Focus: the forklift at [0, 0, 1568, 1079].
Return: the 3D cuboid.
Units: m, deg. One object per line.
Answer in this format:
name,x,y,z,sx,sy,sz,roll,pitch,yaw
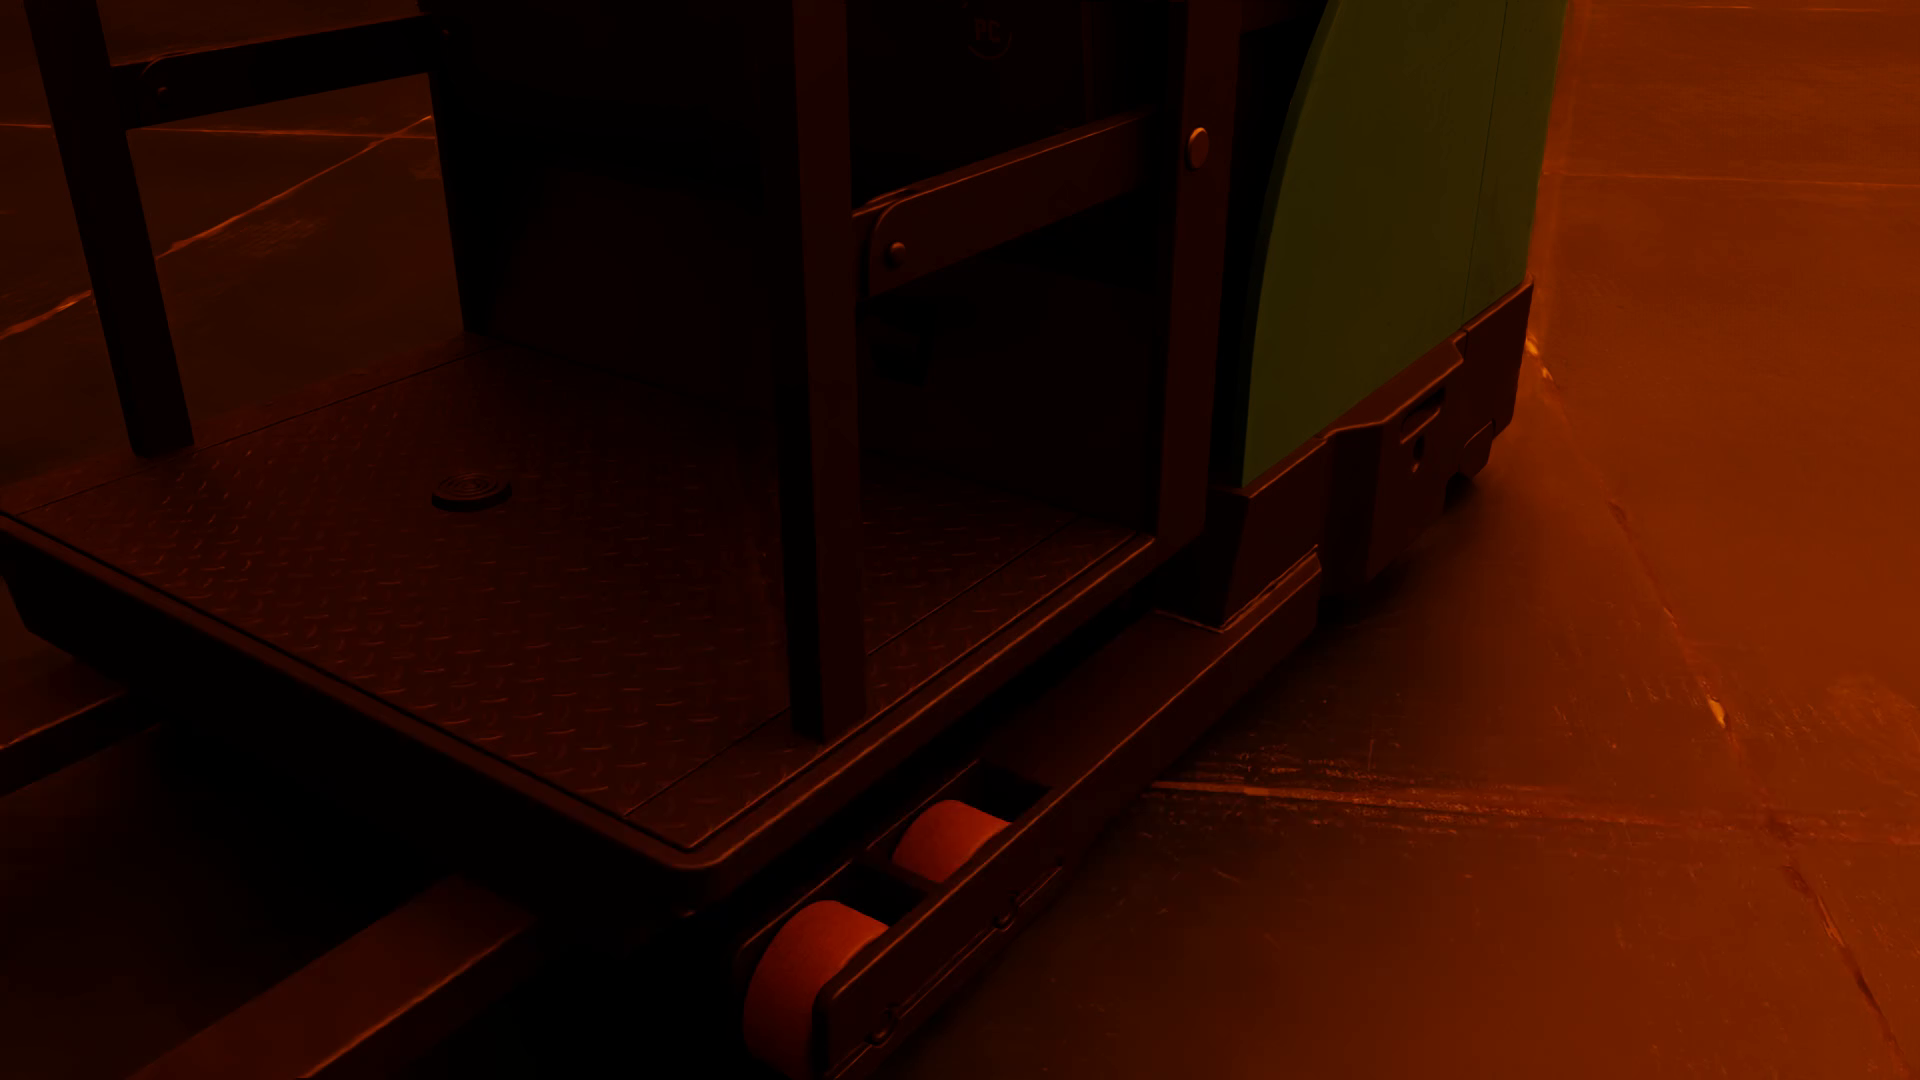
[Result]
forklift,-0.355,-1.060,1.342,1.130,2.935,3.031,18,32,32
